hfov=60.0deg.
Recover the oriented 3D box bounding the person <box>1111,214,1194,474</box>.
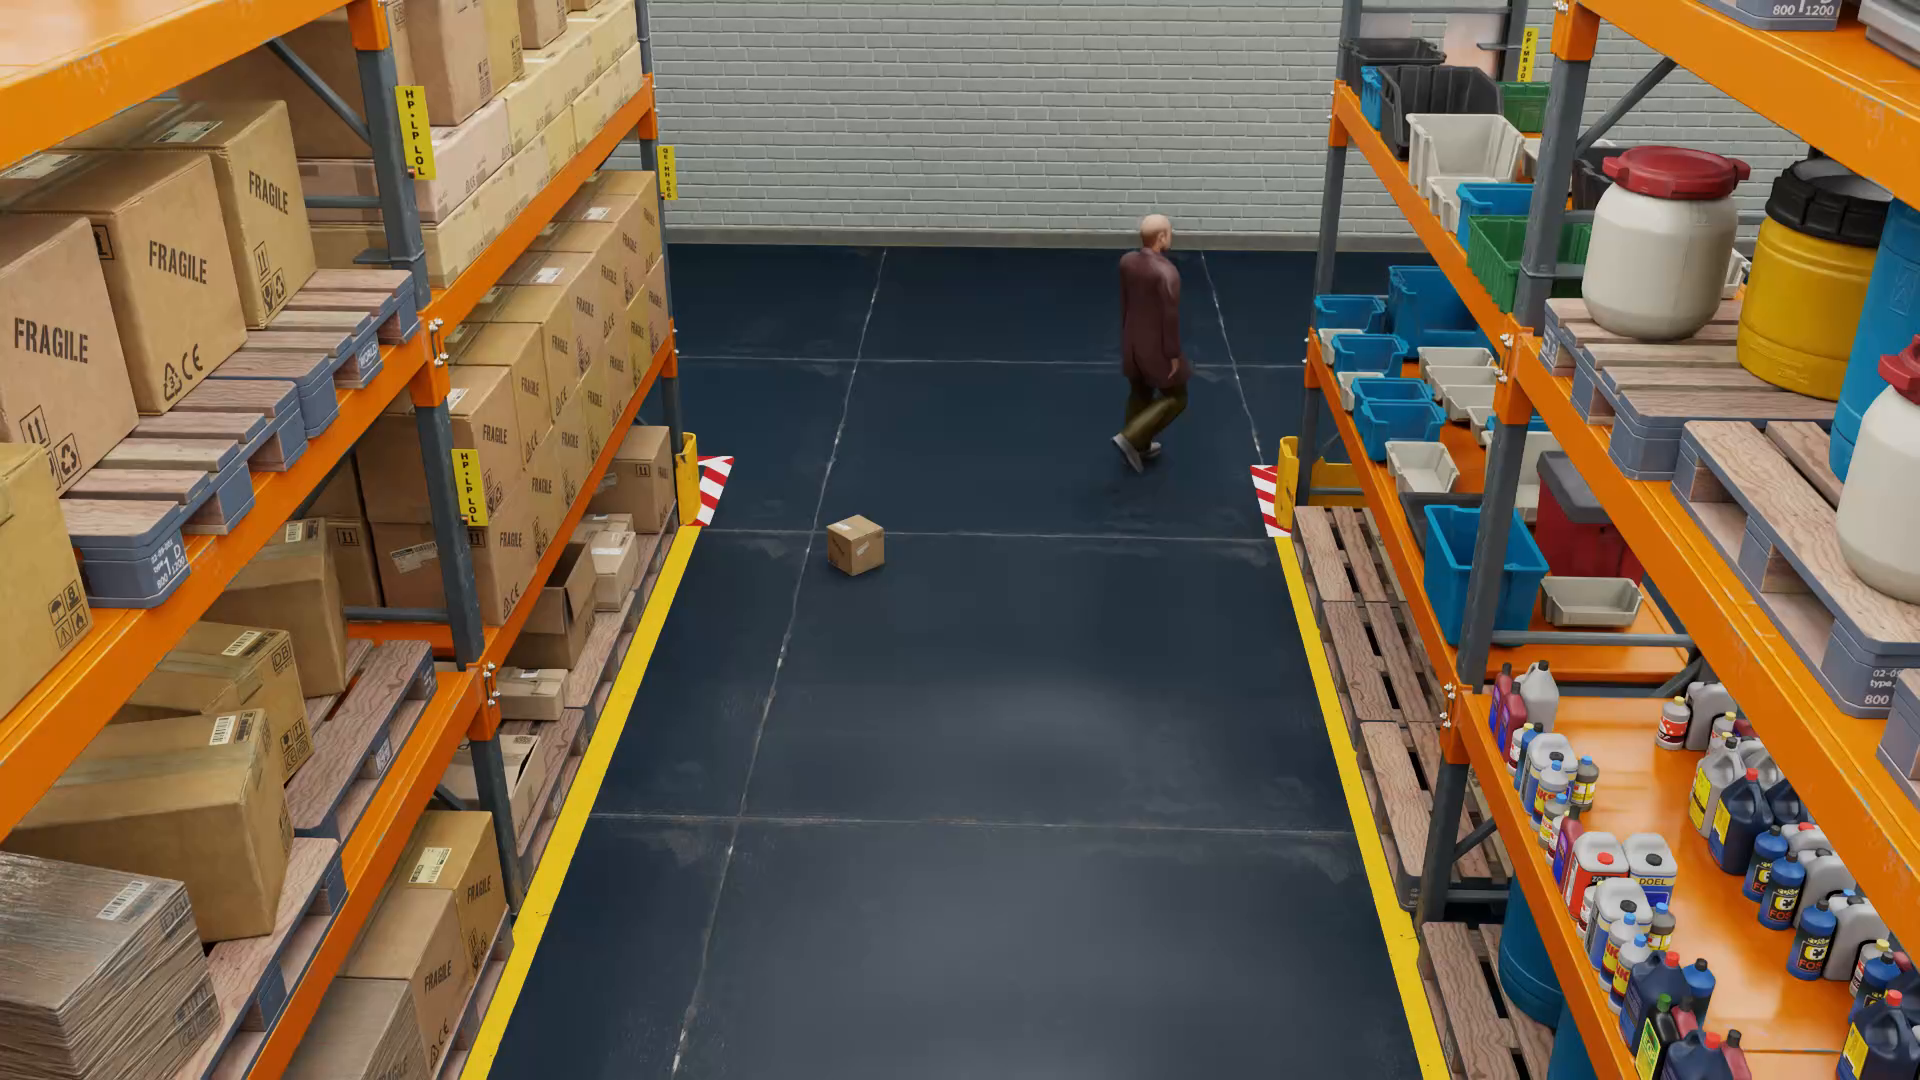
[{"bbox_3d":[1.229,-1.279,11.033,0.620,1.769,0.632,-18,33,-31],"label":"person"}]
